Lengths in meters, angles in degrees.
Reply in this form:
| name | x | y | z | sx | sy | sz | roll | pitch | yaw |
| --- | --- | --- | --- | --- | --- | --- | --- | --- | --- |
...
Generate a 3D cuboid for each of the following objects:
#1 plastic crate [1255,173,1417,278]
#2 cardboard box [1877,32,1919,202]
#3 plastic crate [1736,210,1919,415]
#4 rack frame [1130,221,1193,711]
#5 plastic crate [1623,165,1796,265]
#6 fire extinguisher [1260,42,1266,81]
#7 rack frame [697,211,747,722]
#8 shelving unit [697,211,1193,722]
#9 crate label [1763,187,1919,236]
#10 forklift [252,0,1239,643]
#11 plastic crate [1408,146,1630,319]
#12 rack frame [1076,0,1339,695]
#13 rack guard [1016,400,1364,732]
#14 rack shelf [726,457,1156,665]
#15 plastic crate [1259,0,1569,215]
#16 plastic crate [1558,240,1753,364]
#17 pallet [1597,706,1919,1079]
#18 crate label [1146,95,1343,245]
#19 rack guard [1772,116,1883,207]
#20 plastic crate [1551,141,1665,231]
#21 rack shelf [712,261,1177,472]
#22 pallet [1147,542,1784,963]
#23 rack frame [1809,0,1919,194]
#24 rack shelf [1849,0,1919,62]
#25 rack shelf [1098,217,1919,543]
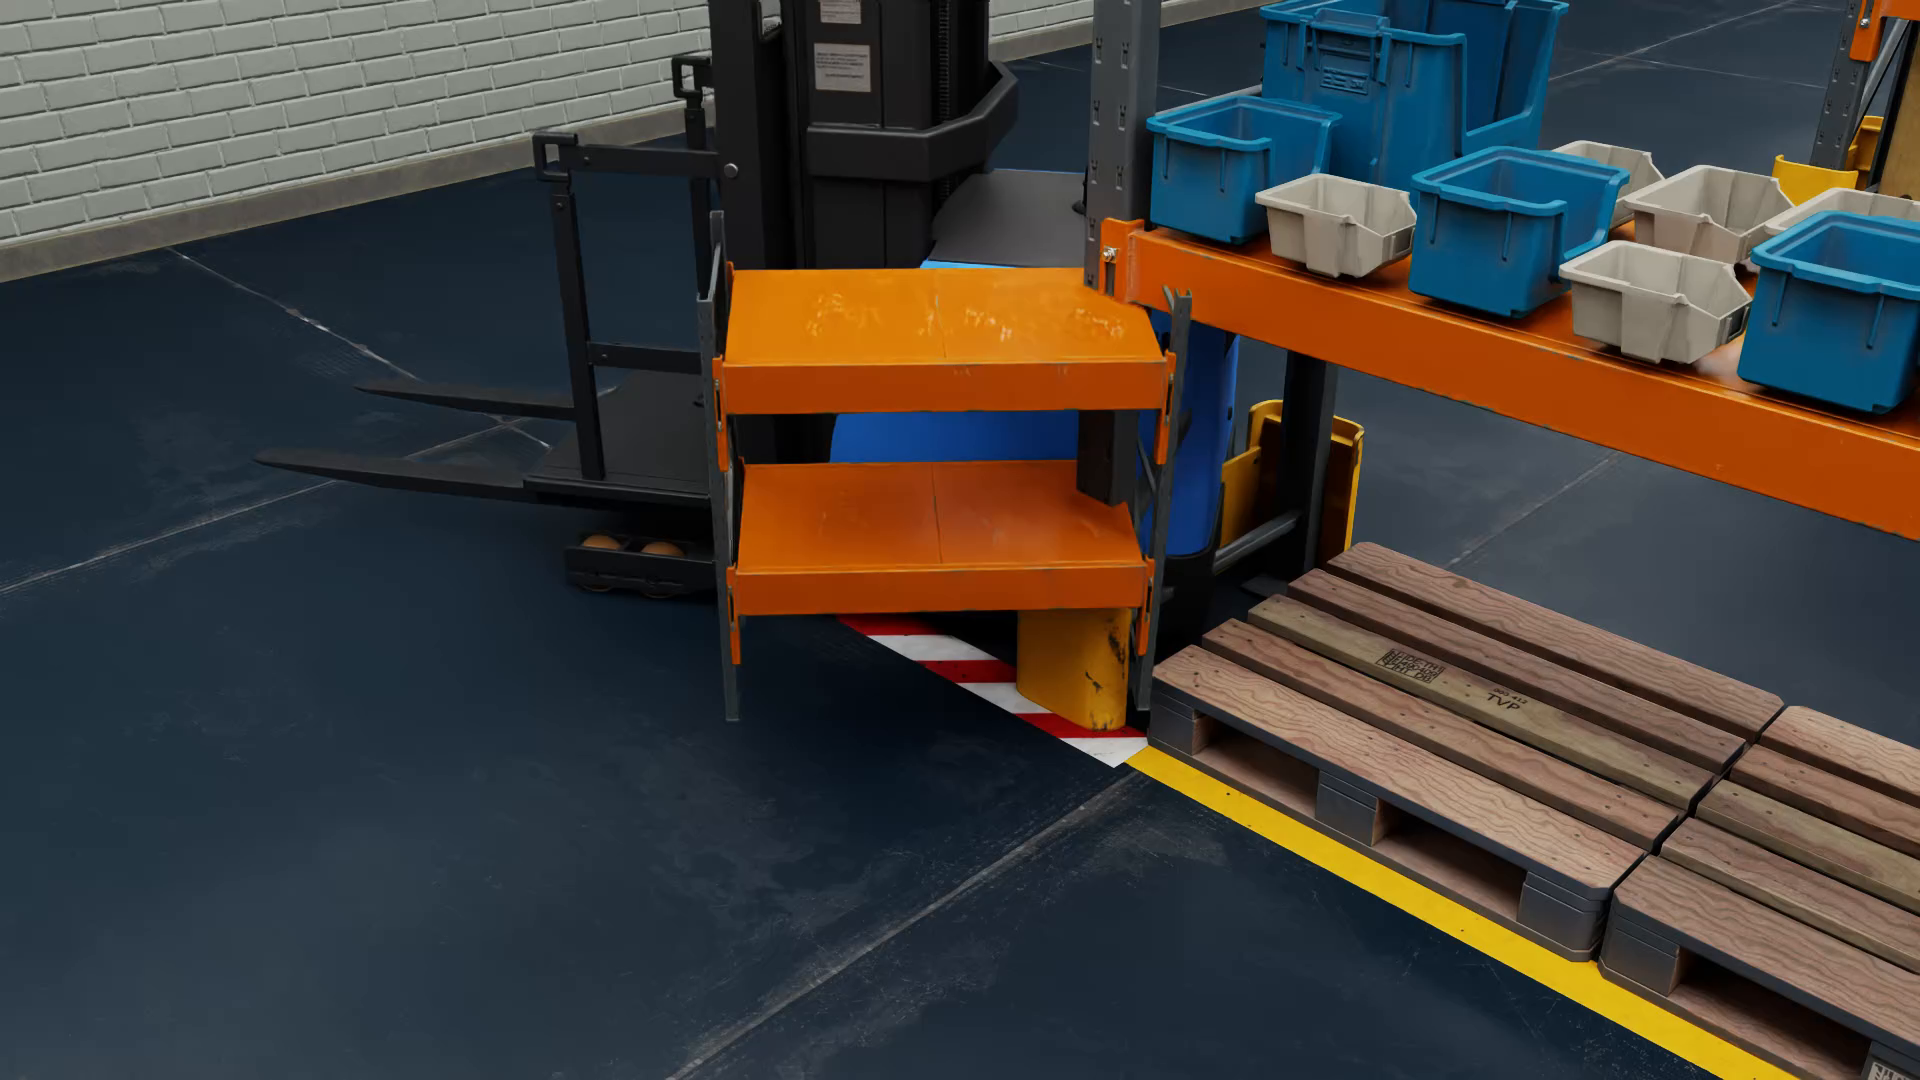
| name | x | y | z | sx | sy | sz | roll | pitch | yaw |
| --- | --- | --- | --- | --- | --- | --- | --- | --- | --- |
| plastic crate | 0.799 | -0.652 | 3.485 | 0.298 | 0.136 | 0.250 | 25 | 36 | 38 |
| cardboard box | 4.668 | -1.771 | 7.226 | 0.875 | 0.875 | 0.875 | 25 | 36 | 38 |
| plastic crate | 1.568 | -0.397 | 2.897 | 0.300 | 0.233 | 0.416 | 25 | 36 | 38 |
| rack frame | 0.452 | -0.181 | 4.050 | 0.032 | 1.125 | 0.500 | -1 | 33 | -4 |
| plastic crate | 1.588 | -0.668 | 3.517 | 0.243 | 0.136 | 0.396 | 25 | 36 | 38 |
| fire extinguisher | 0.894 | -1.065 | 4.536 | 0.183 | 0.674 | 0.296 | 25 | 36 | 38 |
| rack frame | -0.562 | -0.162 | 3.981 | 0.032 | 1.125 | 0.500 | -1 | 33 | -4 |
| shelving unit | -0.055 | -0.171 | 4.016 | 1.048 | 1.125 | 0.538 | -1 | 33 | -4 |
| crate label | 1.804 | -0.586 | 3.360 | 0.243 | 0.136 | 0.396 | 25 | 36 | 38 |
| forklift | -0.693 | -1.355 | 4.677 | 3.031 | 2.935 | 1.130 | 6 | 28 | 11 |
| plastic crate | 1.098 | -0.612 | 3.306 | 0.300 | 0.233 | 0.416 | 25 | 36 | 38 |
| rack frame | 0.683 | -1.064 | 4.050 | 0.127 | 3.000 | 1.000 | 25 | 36 | 38 |
| rack guard | 0.657 | 0.039 | 4.639 | 0.348 | 0.500 | 1.175 | 25 | 36 | 38 |
| rack shelf | -0.060 | 0.034 | 4.149 | 1.000 | 0.278 | 0.538 | -1 | 33 | -4 |
| plastic crate | 1.053 | -1.059 | 3.938 | 0.499 | 0.435 | 0.616 | 25 | 36 | 38 |
| plastic crate | 1.283 | -0.430 | 3.065 | 0.298 | 0.136 | 0.250 | 25 | 36 | 38 |
| pallet | 2.110 | 0.850 | 3.406 | 1.213 | 0.211 | 1.003 | 25 | 36 | 38 |
| crate label | 0.629 | -0.827 | 3.714 | 0.303 | 0.233 | 0.416 | 25 | 36 | 38 |
| rack guard | 4.139 | -1.609 | 7.773 | 0.348 | 0.500 | 1.175 | 25 | 36 | 38 |
| plastic crate | 1.392 | -0.768 | 3.706 | 0.243 | 0.136 | 0.396 | 25 | 36 | 38 |
| rack shelf | -0.049 | -0.417 | 3.856 | 1.000 | 0.278 | 0.538 | -1 | 33 | -4 |
| pallet | 1.244 | 0.452 | 4.163 | 1.213 | 0.211 | 1.003 | 25 | 36 | 38 |
| rack frame | 4.156 | -2.708 | 7.176 | 0.127 | 3.000 | 1.000 | 25 | 36 | 38 |
| rack shelf | 5.582 | -1.737 | 6.103 | 4.000 | 0.370 | 1.077 | 25 | 36 | 38 |
| rack shelf | 2.110 | -0.093 | 2.977 | 4.000 | 0.370 | 1.077 | 25 | 36 | 38 |
